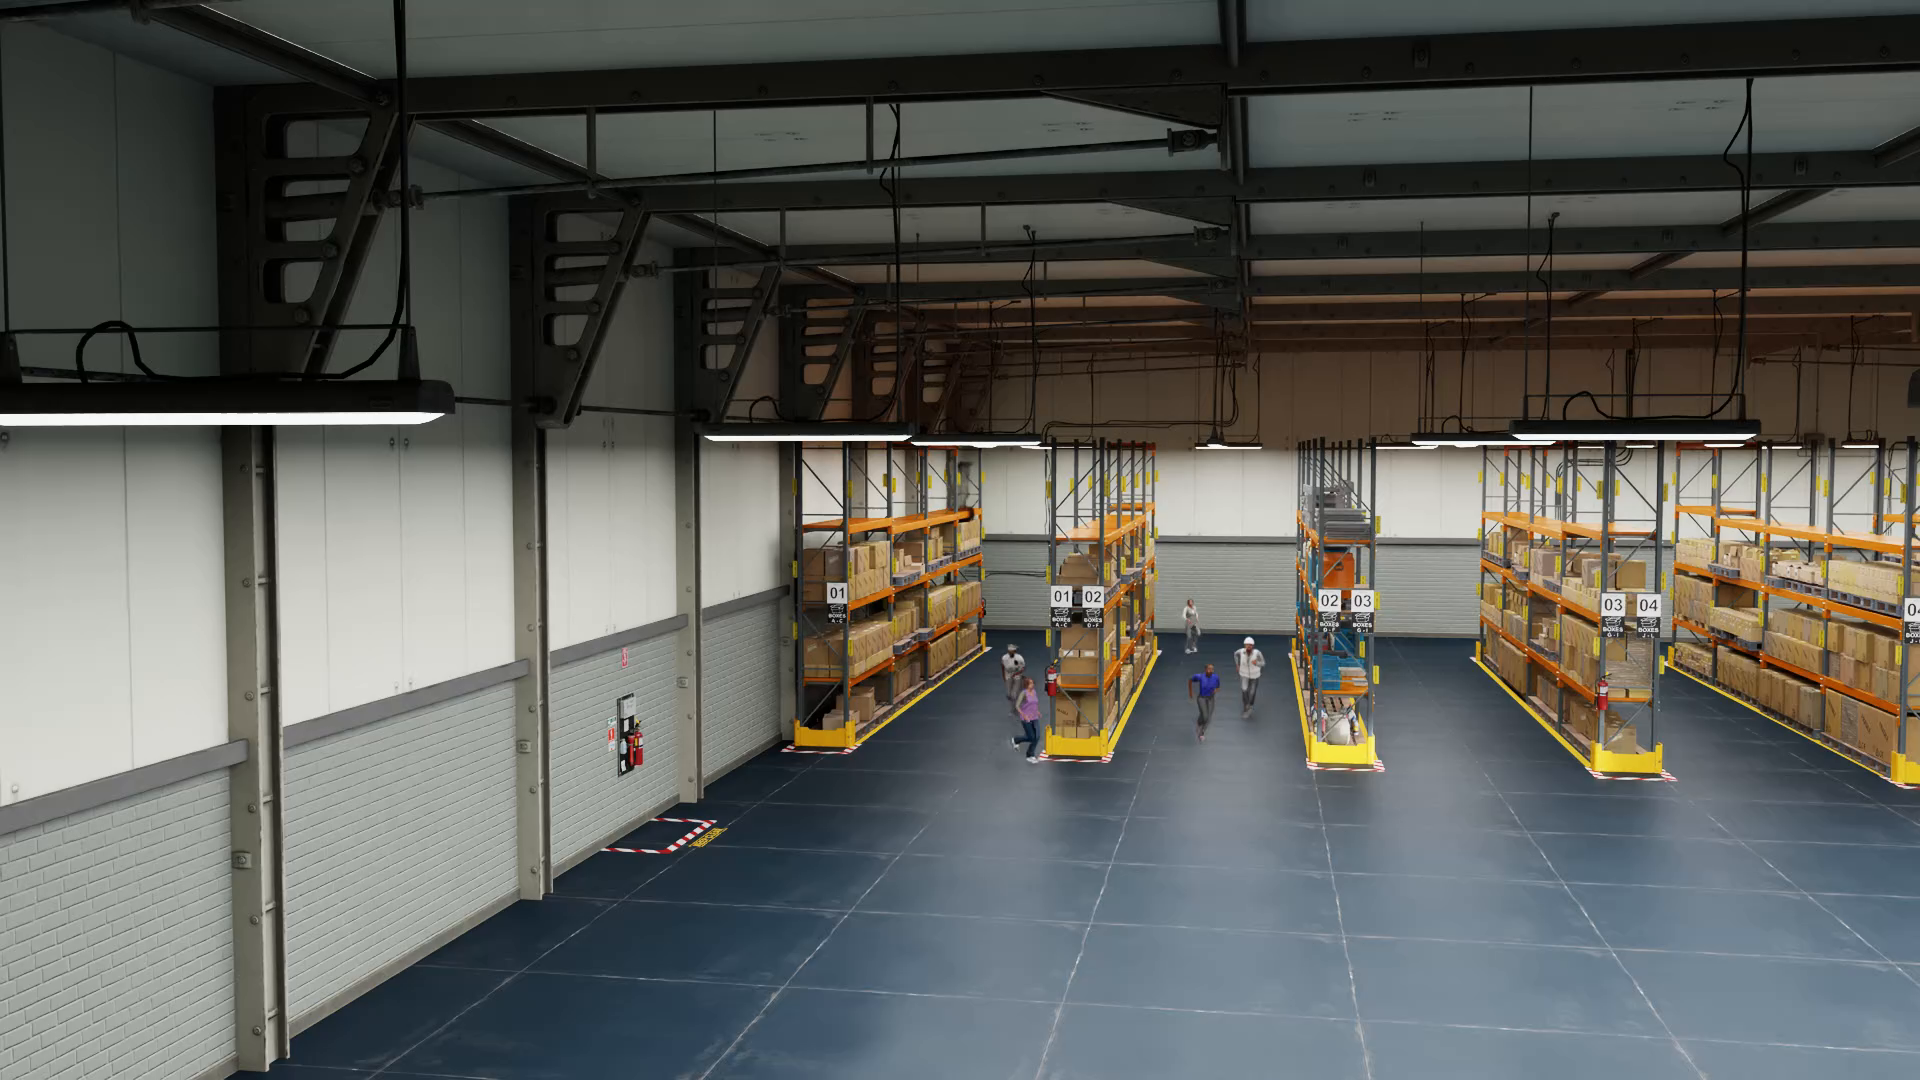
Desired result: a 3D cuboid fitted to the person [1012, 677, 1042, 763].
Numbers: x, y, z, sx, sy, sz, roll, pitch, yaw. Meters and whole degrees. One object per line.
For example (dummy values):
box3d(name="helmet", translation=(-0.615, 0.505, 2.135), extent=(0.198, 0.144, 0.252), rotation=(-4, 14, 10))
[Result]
box3d(name="person", translation=(1.257, 3.323, 30.776), extent=(0.546, 1.567, 0.559), rotation=(-3, 4, -42))

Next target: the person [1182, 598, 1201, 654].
box3d(name="person", translation=(6.564, 2.435, 47.183), extent=(0.553, 1.575, 0.598), rotation=(-1, 3, -23))

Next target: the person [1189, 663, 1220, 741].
box3d(name="person", translation=(4.851, 3.208, 32.808), extent=(0.562, 1.565, 0.717), rotation=(-1, 3, -14))

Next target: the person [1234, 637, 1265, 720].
box3d(name="person", translation=(6.241, 2.960, 35.854), extent=(0.649, 1.771, 0.942), rotation=(0, 3, 8))

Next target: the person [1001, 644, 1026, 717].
box3d(name="person", translation=(1.148, 3.033, 35.990), extent=(0.563, 1.618, 0.696), rotation=(1, 3, 10))
